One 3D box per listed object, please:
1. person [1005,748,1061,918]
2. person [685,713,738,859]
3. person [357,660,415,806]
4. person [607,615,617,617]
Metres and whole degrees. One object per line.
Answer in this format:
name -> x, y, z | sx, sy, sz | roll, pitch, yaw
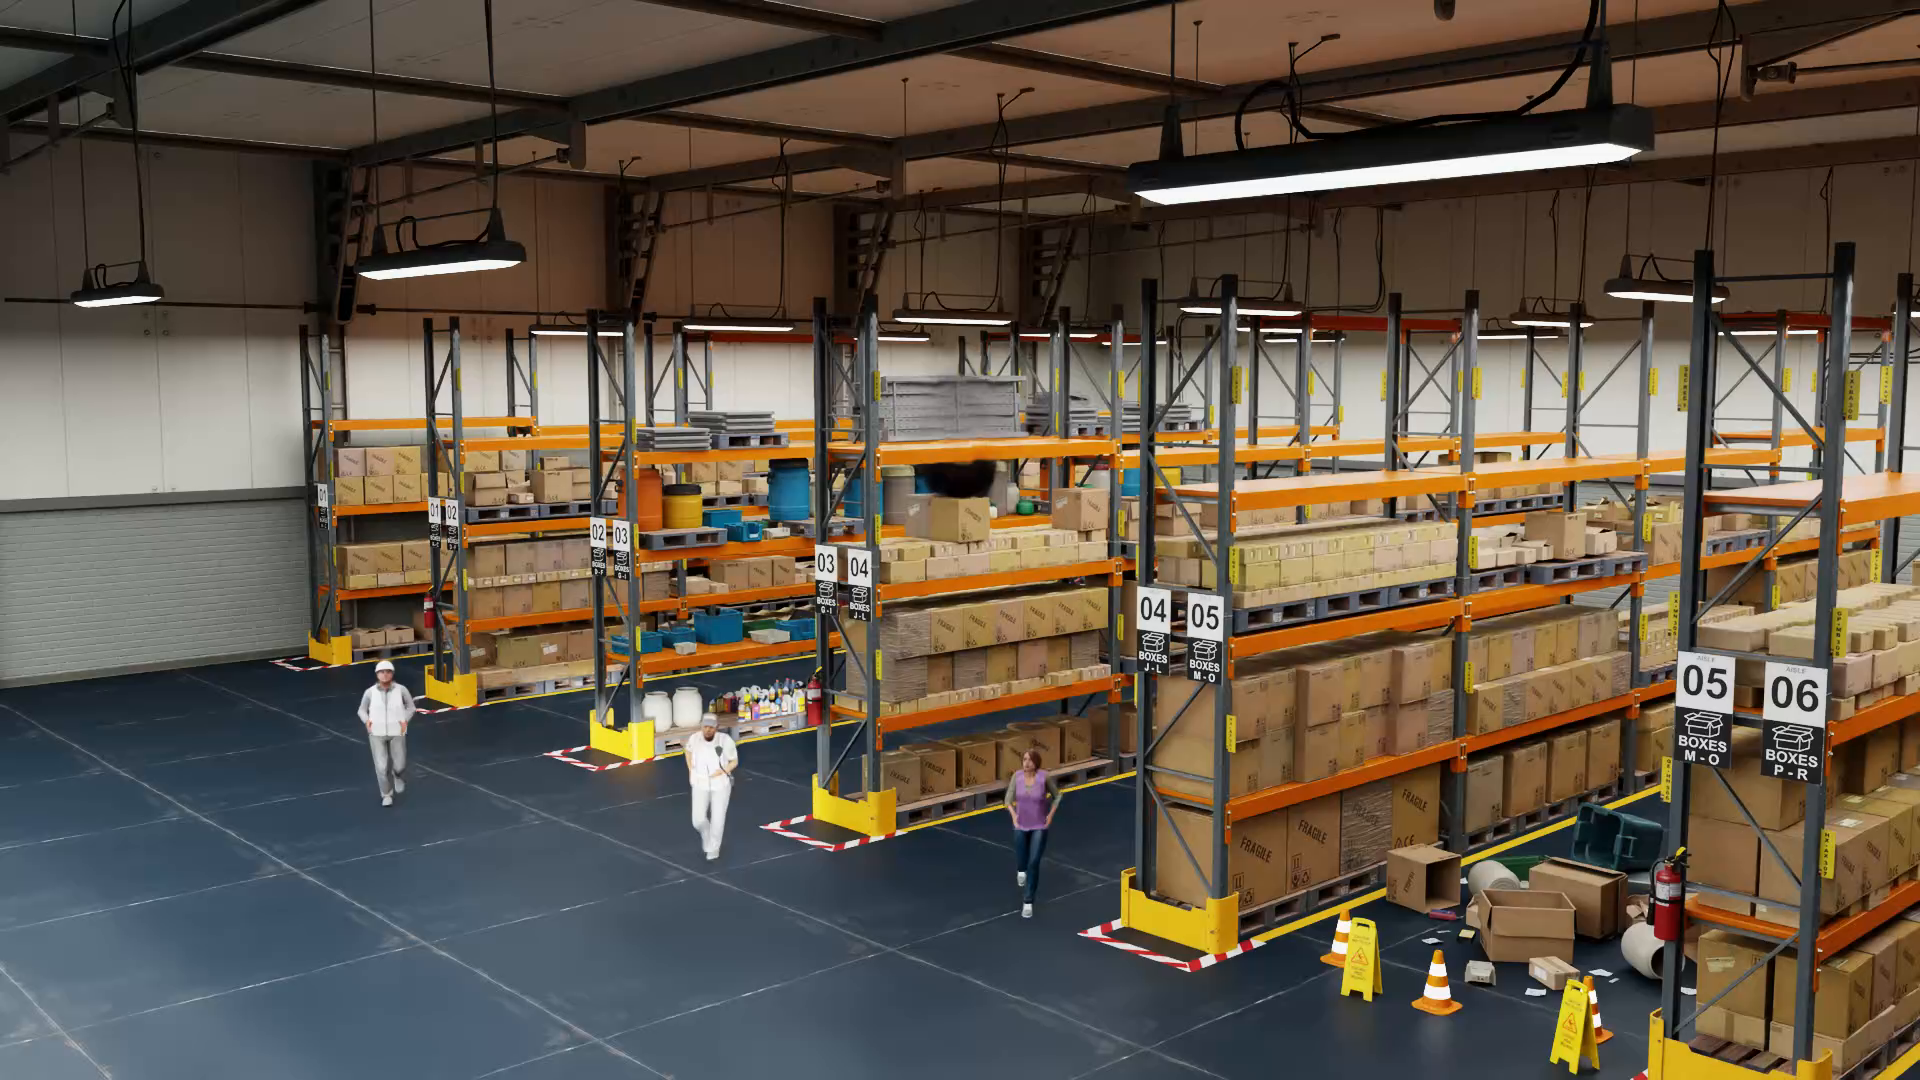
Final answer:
person -> 0.705, 2.778, 16.071 | 0.545, 1.589, 0.725 | 1, 6, 10
person -> -2.617, 2.595, 17.489 | 0.571, 1.604, 0.665 | 0, 6, -3
person -> -6.854, 2.300, 19.893 | 0.656, 1.722, 0.609 | -2, 6, -18
person -> -6.354, 1.312, 30.028 | 0.553, 1.627, 0.679 | 5, 7, 39
